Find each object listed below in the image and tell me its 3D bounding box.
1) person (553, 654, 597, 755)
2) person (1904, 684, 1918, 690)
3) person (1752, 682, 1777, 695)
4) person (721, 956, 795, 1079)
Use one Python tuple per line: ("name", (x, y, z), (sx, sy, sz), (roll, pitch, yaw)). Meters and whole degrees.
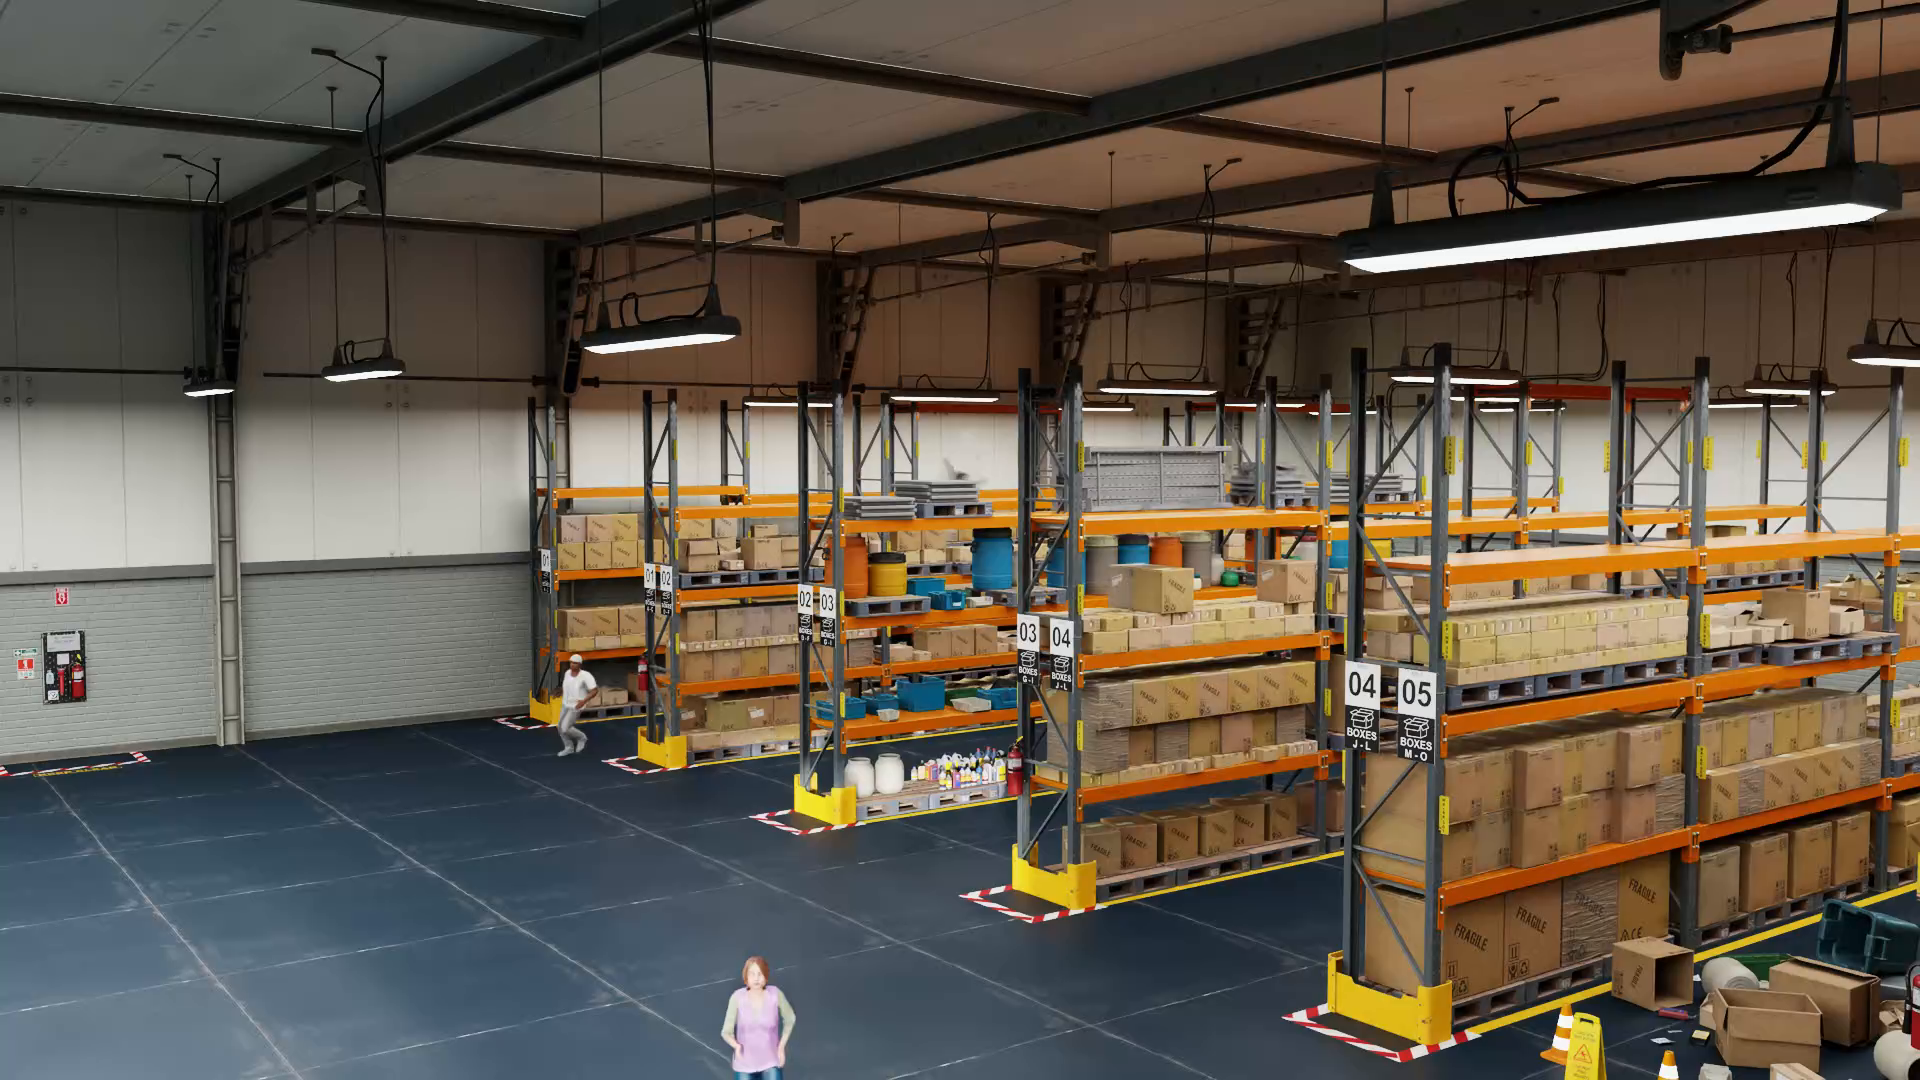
("person", (-6.347, 2.708, 27.288), (0.701, 1.686, 0.553), (3, 4, 38))
("person", (13.730, 2.916, 23.929), (0.760, 1.717, 0.667), (-3, 4, -37))
("person", (11.881, 2.806, 24.515), (0.966, 1.763, 0.654), (-3, 4, -40))
("person", (-1.405, 3.690, 11.598), (0.518, 1.558, 0.547), (0, 3, -6))
